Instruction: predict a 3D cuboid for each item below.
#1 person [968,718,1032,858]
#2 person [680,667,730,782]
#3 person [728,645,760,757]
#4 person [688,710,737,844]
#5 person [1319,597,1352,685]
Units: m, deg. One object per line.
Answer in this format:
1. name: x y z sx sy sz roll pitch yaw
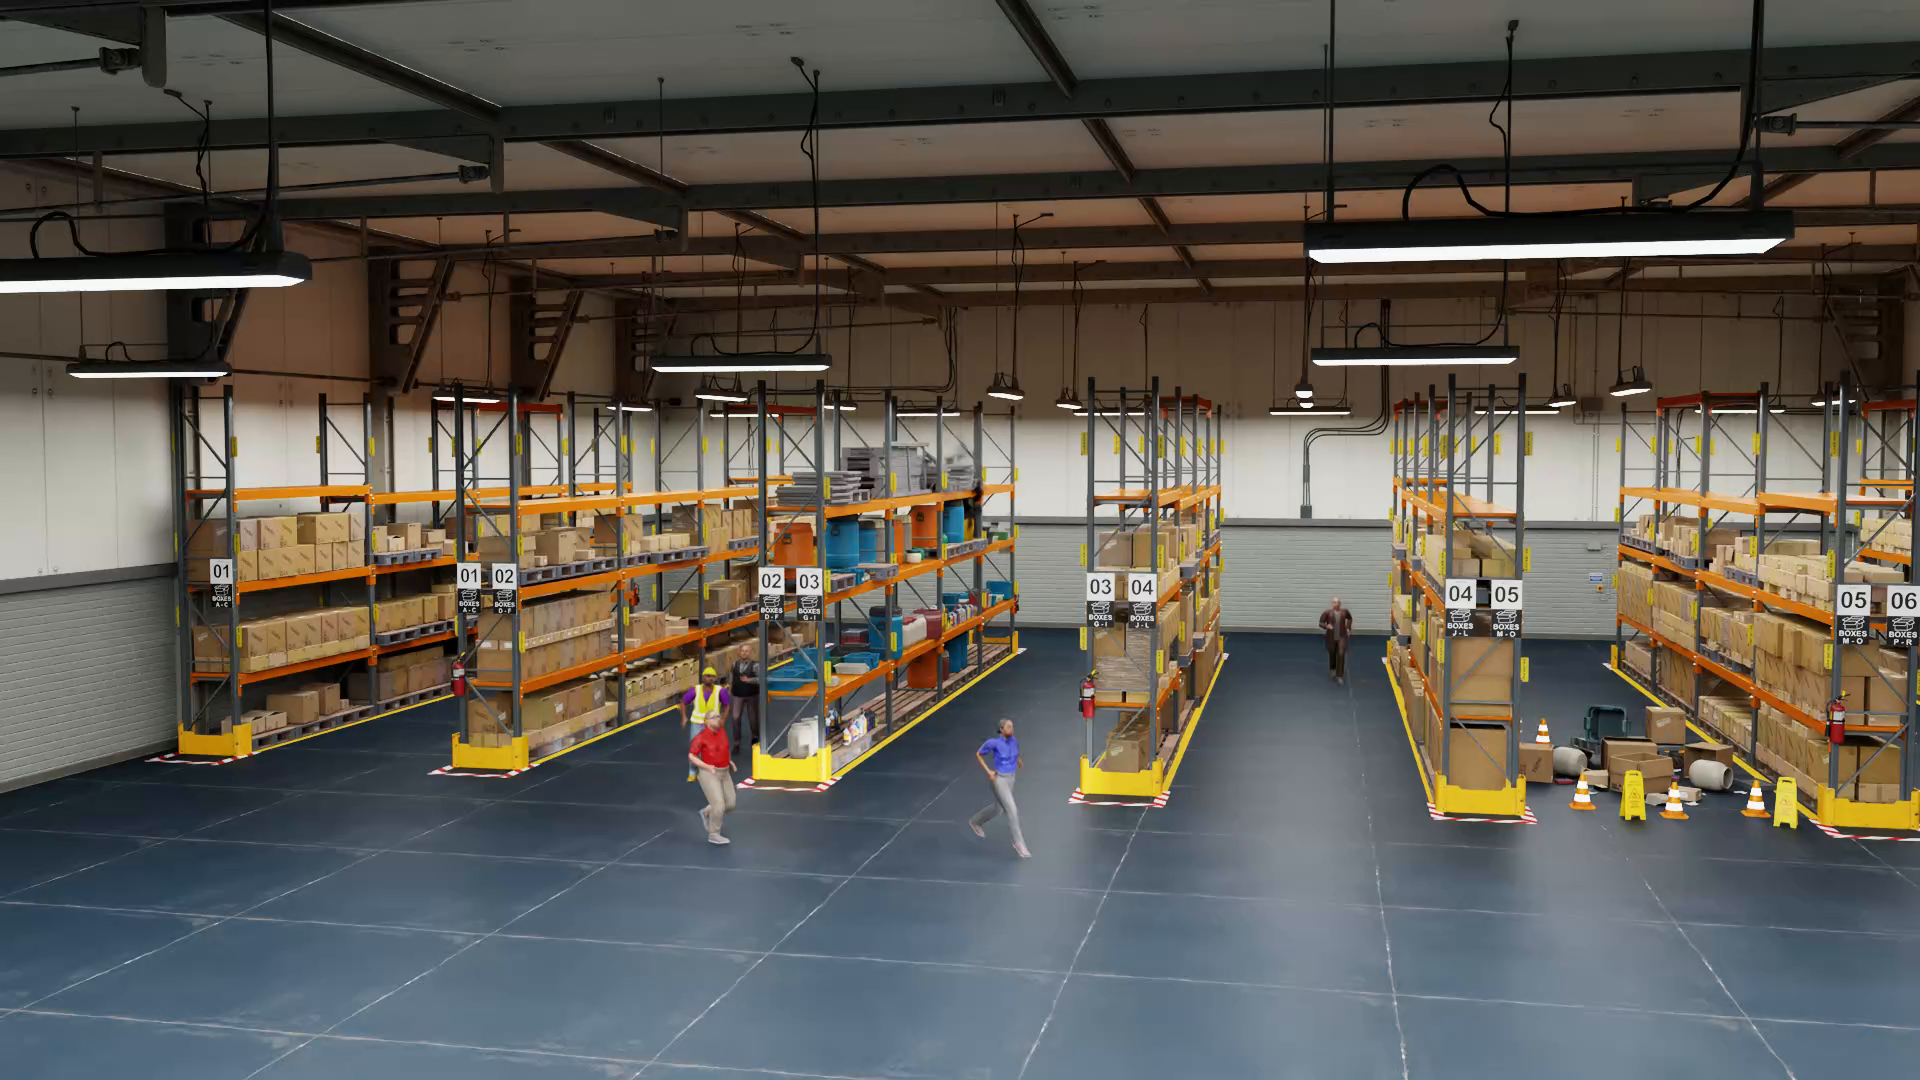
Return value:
1. person: 0.515 3.035 20.626 1.047 1.688 0.543 2 4 36
2. person: -3.834 2.756 24.995 0.753 1.704 0.555 0 3 -5
3. person: -3.512 2.606 27.255 0.633 1.771 0.825 0 3 6
4. person: -3.134 2.982 21.050 0.629 1.672 0.661 2 4 38
5. person: 7.983 2.113 35.336 0.710 1.792 1.054 1 3 10
